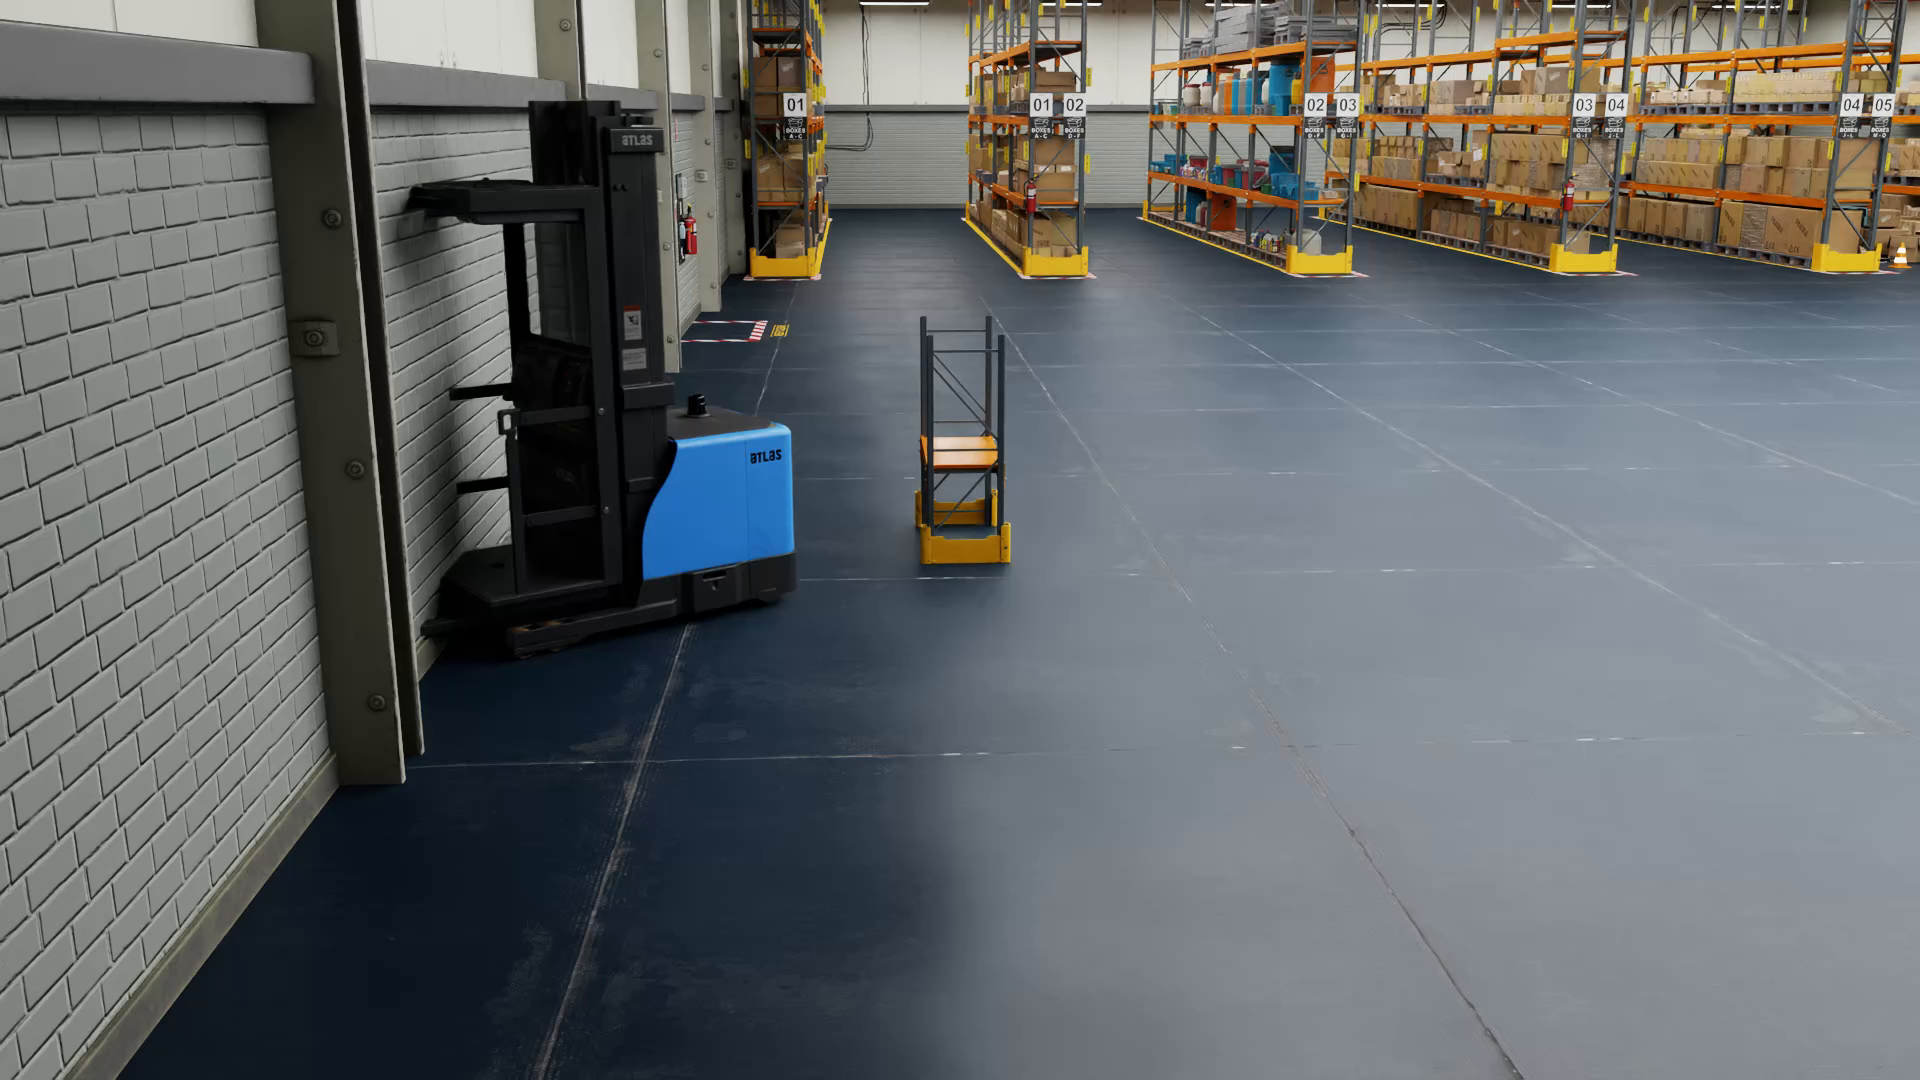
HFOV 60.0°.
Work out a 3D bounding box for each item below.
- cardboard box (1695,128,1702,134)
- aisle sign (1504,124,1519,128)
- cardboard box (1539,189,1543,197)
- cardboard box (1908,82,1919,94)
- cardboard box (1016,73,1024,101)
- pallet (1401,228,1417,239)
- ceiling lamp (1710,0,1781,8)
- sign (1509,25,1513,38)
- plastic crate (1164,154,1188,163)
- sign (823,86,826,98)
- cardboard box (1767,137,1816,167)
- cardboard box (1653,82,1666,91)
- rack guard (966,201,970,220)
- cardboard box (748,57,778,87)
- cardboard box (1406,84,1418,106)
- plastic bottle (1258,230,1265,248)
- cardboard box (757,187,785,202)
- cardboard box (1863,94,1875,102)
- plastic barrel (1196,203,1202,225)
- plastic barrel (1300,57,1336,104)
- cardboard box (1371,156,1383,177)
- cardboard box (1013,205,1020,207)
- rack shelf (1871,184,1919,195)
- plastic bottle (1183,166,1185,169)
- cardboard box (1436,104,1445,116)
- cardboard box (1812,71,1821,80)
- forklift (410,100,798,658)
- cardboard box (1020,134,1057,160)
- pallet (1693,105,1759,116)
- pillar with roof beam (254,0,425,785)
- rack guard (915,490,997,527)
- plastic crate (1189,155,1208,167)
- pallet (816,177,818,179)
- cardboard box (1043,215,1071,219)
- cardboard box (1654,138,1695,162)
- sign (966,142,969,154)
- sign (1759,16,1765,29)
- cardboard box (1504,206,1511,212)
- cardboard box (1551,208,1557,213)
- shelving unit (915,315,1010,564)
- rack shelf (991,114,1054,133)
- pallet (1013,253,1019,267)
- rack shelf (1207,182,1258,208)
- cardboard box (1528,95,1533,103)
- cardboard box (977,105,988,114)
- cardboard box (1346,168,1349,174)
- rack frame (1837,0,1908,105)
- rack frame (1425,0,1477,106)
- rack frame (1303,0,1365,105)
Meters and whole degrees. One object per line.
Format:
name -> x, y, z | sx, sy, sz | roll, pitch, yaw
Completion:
cardboard box -> 20.291, -11.152, 45.340 | 0.380, 0.149, 0.250 | -1, 14, -5
aisle sign -> 15.284, -11.764, 46.012 | 0.394, 0.787, 0.004 | -1, 14, -3
cardboard box -> 11.343, -6.656, 31.879 | 0.380, 0.149, 0.250 | -1, 14, -3
cardboard box -> 21.018, -9.830, 36.147 | 0.500, 0.250, 0.500 | -1, 14, -3
cardboard box -> 1.464, -8.666, 31.837 | 0.797, 0.503, 0.637 | 1, 14, 3
pallet -> 11.154, -7.297, 39.464 | 1.003, 0.211, 1.213 | -1, 14, -3
ceiling lamp -> 22.987, -17.034, 47.955 | 2.000, 3.185, 0.800 | -1, 14, -3
sign -> 15.047, -13.879, 45.377 | 0.100, 0.325, 0.005 | -1, 14, -3
plastic crate -> 5.895, -10.329, 45.462 | 0.616, 0.435, 0.499 | -1, 14, -3
sign -> -3.657, -12.059, 44.736 | 0.100, 0.325, 0.005 | -1, 14, -3
cardboard box -> 16.407, -7.607, 32.605 | 0.875, 0.550, 0.500 | -1, 14, -3
cardboard box -> 16.302, -10.607, 38.975 | 0.396, 0.266, 0.258 | -1, 14, -3
rack guard -> 0.749, -9.059, 45.730 | 1.175, 0.500, 0.348 | -1, 14, -3
cardboard box -> -3.496, -8.330, 29.614 | 0.500, 0.500, 0.500 | 0, 14, -1
cardboard box -> 10.876, -10.519, 39.326 | 0.500, 0.500, 0.500 | 0, 14, 0
plastic bottle -> 6.079, -6.055, 33.475 | 0.144, 0.351, 0.185 | -1, 15, -6
cardboard box -> -3.431, -6.282, 30.182 | 0.500, 0.250, 0.500 | -1, 14, -3
cardboard box -> 16.878, -8.185, 30.761 | 0.380, 0.149, 0.250 | -1, 14, -3
plastic barrel -> 5.942, -7.914, 40.415 | 0.421, 0.512, 0.421 | 0, 14, 0
plastic barrel -> 6.522, -8.367, 30.303 | 0.600, 0.830, 0.708 | -1, 14, -3
cardboard box -> 10.658, -9.375, 41.745 | 0.500, 0.500, 0.500 | -1, 14, -3
cardboard box -> 1.433, -7.674, 39.464 | 0.500, 0.500, 0.500 | -1, 14, -4
rack shelf -> 21.142, -7.758, 37.101 | 1.077, 0.370, 4.000 | -1, 14, -3
plastic bottle -> 5.572, -9.123, 41.222 | 0.097, 0.271, 0.097 | 0, 14, 0
cardboard box -> 10.934, -9.582, 37.030 | 0.500, 0.250, 0.500 | -1, 14, -2
cardboard box -> 16.190, -8.686, 31.105 | 0.380, 0.149, 0.250 | -1, 14, -3
forklift -> -2.462, -0.924, 9.237 | 3.031, 2.935, 1.130 | -11, 18, -37
cardboard box -> 1.554, -7.745, 32.802 | 0.700, 0.500, 0.500 | -1, 14, -4
pallet -> 16.226, -9.094, 35.217 | 0.805, 0.209, 1.217 | -1, 15, -6
pillar with roof beam -> 1.668, -3.395, 6.663 | 9.100, 9.000, 0.400 | -1, 14, -3
rack guard -> -0.026, -0.226, 11.903 | 0.587, 0.250, 0.087 | -1, 14, -3
plastic crate -> 6.131, -9.655, 42.782 | 0.402, 0.464, 0.583 | -1, 14, -3
pallet -> -3.541, -7.637, 35.572 | 1.003, 0.211, 1.213 | -1, 14, -3
cardboard box -> 1.847, -5.929, 31.721 | 0.500, 0.500, 0.500 | -1, 14, -3
cardboard box -> 16.134, -8.797, 37.490 | 0.700, 0.500, 0.500 | -1, 14, -4
sign -> 0.202, -10.699, 45.352 | 0.100, 0.325, 0.005 | -1, 14, -3
sign -> 20.215, -13.030, 41.918 | 0.100, 0.325, 0.005 | -1, 14, -3
cardboard box -> 15.301, -9.179, 46.060 | 0.380, 0.149, 0.250 | -1, 14, -2
cardboard box -> 15.499, -8.537, 42.968 | 0.380, 0.149, 0.250 | -1, 14, -2
shelving unit -> 0.005, -0.707, 11.266 | 0.587, 1.500, 1.083 | -1, 14, -3
rack shelf -> 1.364, -8.905, 35.542 | 1.077, 0.370, 4.000 | -1, 14, -3
pallet -> 1.574, -5.451, 32.287 | 1.003, 0.211, 1.213 | -1, 14, -3
rack shelf -> 6.308, -7.528, 36.210 | 1.077, 0.370, 4.000 | -1, 14, -3
cardboard box -> 11.256, -8.556, 32.242 | 0.380, 0.149, 0.250 | -1, 14, -2
cardboard box -> 0.696, -10.790, 41.725 | 0.500, 0.250, 0.500 | -1, 14, -3
cardboard box -> 10.439, -9.777, 44.011 | 0.380, 0.149, 0.250 | -1, 14, -3
rack frame -> 16.580, -9.418, 30.070 | 1.000, 3.000, 0.127 | -1, 14, -3
rack frame -> 11.127, -11.356, 37.603 | 1.000, 3.000, 0.127 | -1, 14, -3
rack frame -> 6.679, -9.290, 29.573 | 1.000, 3.000, 0.127 | -1, 14, -3
